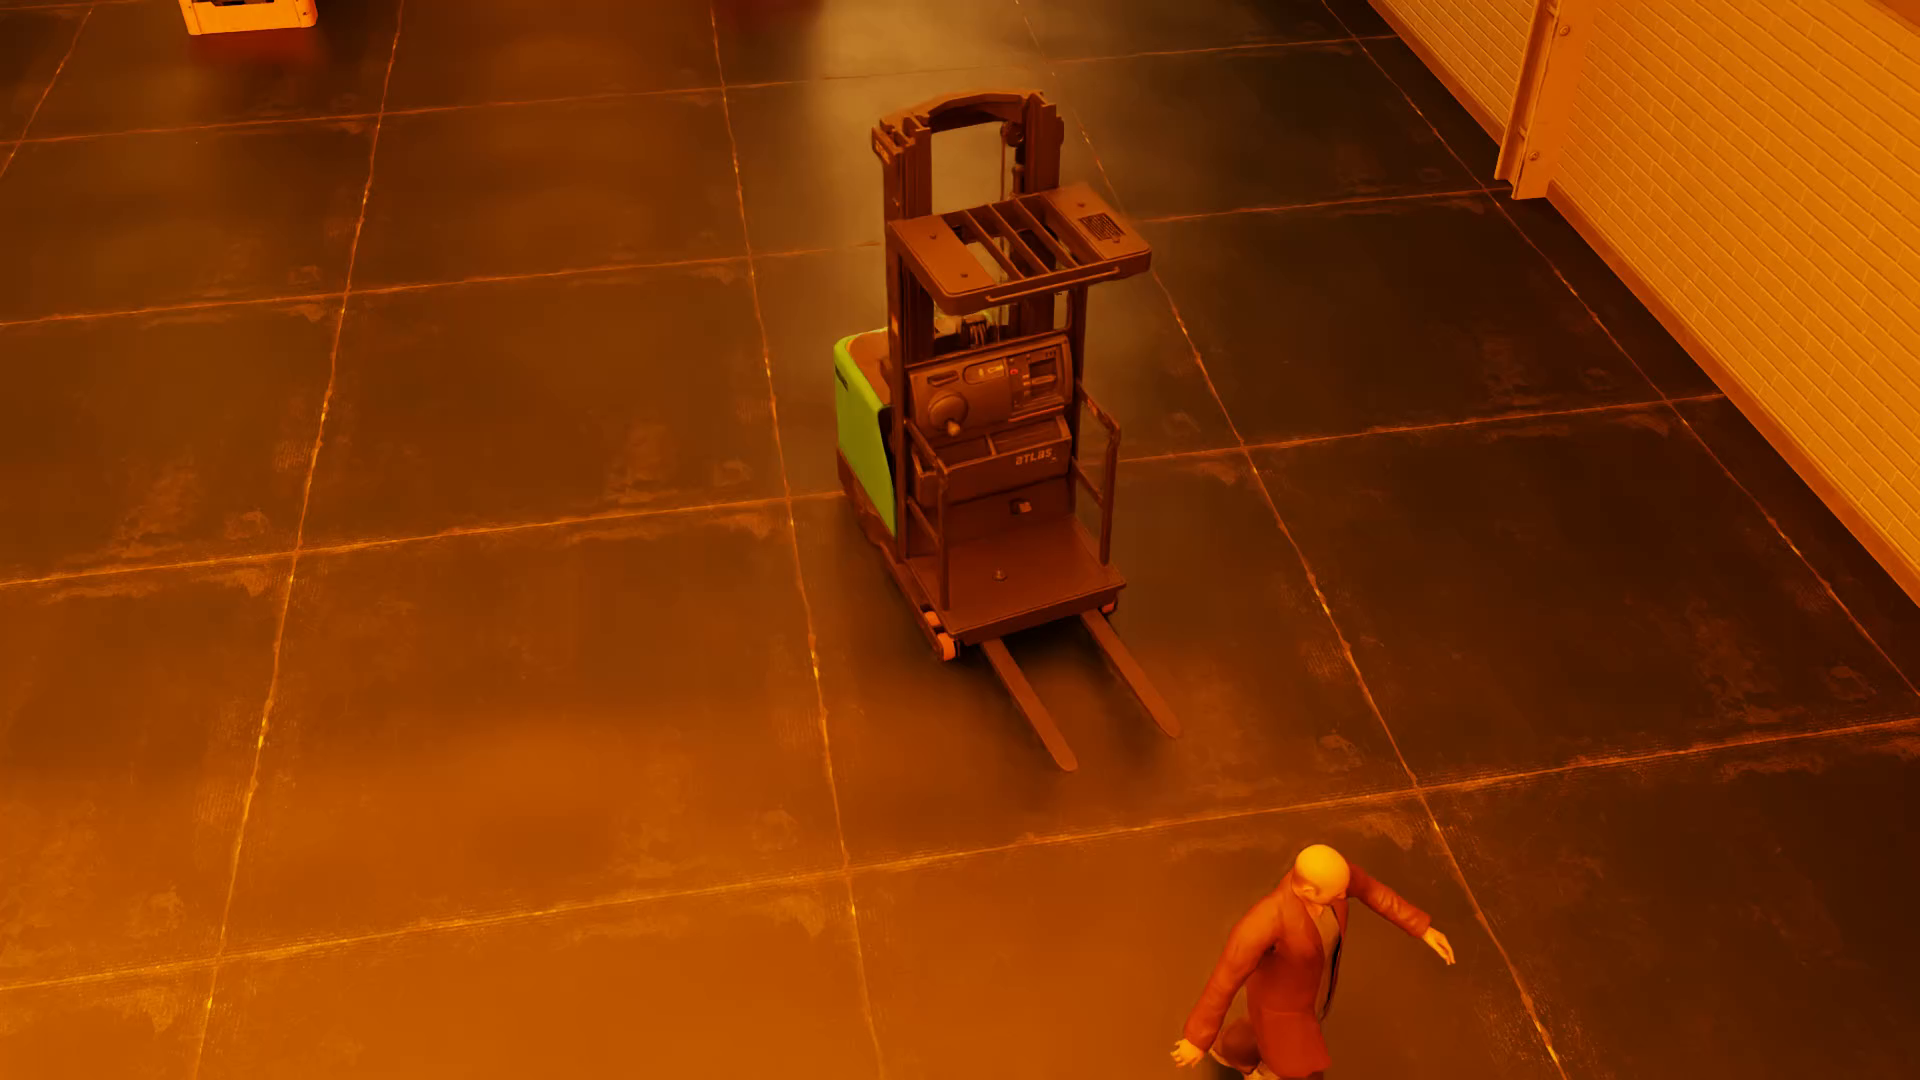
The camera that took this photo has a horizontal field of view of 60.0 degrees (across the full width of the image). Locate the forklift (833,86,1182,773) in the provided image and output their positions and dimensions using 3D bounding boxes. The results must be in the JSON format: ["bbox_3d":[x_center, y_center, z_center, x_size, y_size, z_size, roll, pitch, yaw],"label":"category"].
[{"bbox_3d":[0.262,-0.749,8.838,1.130,2.935,3.031,-15,43,-17],"label":"forklift"}]

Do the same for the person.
[{"bbox_3d":[1.352,1.857,6.643,0.812,1.755,1.022,30,49,31],"label":"person"}]
